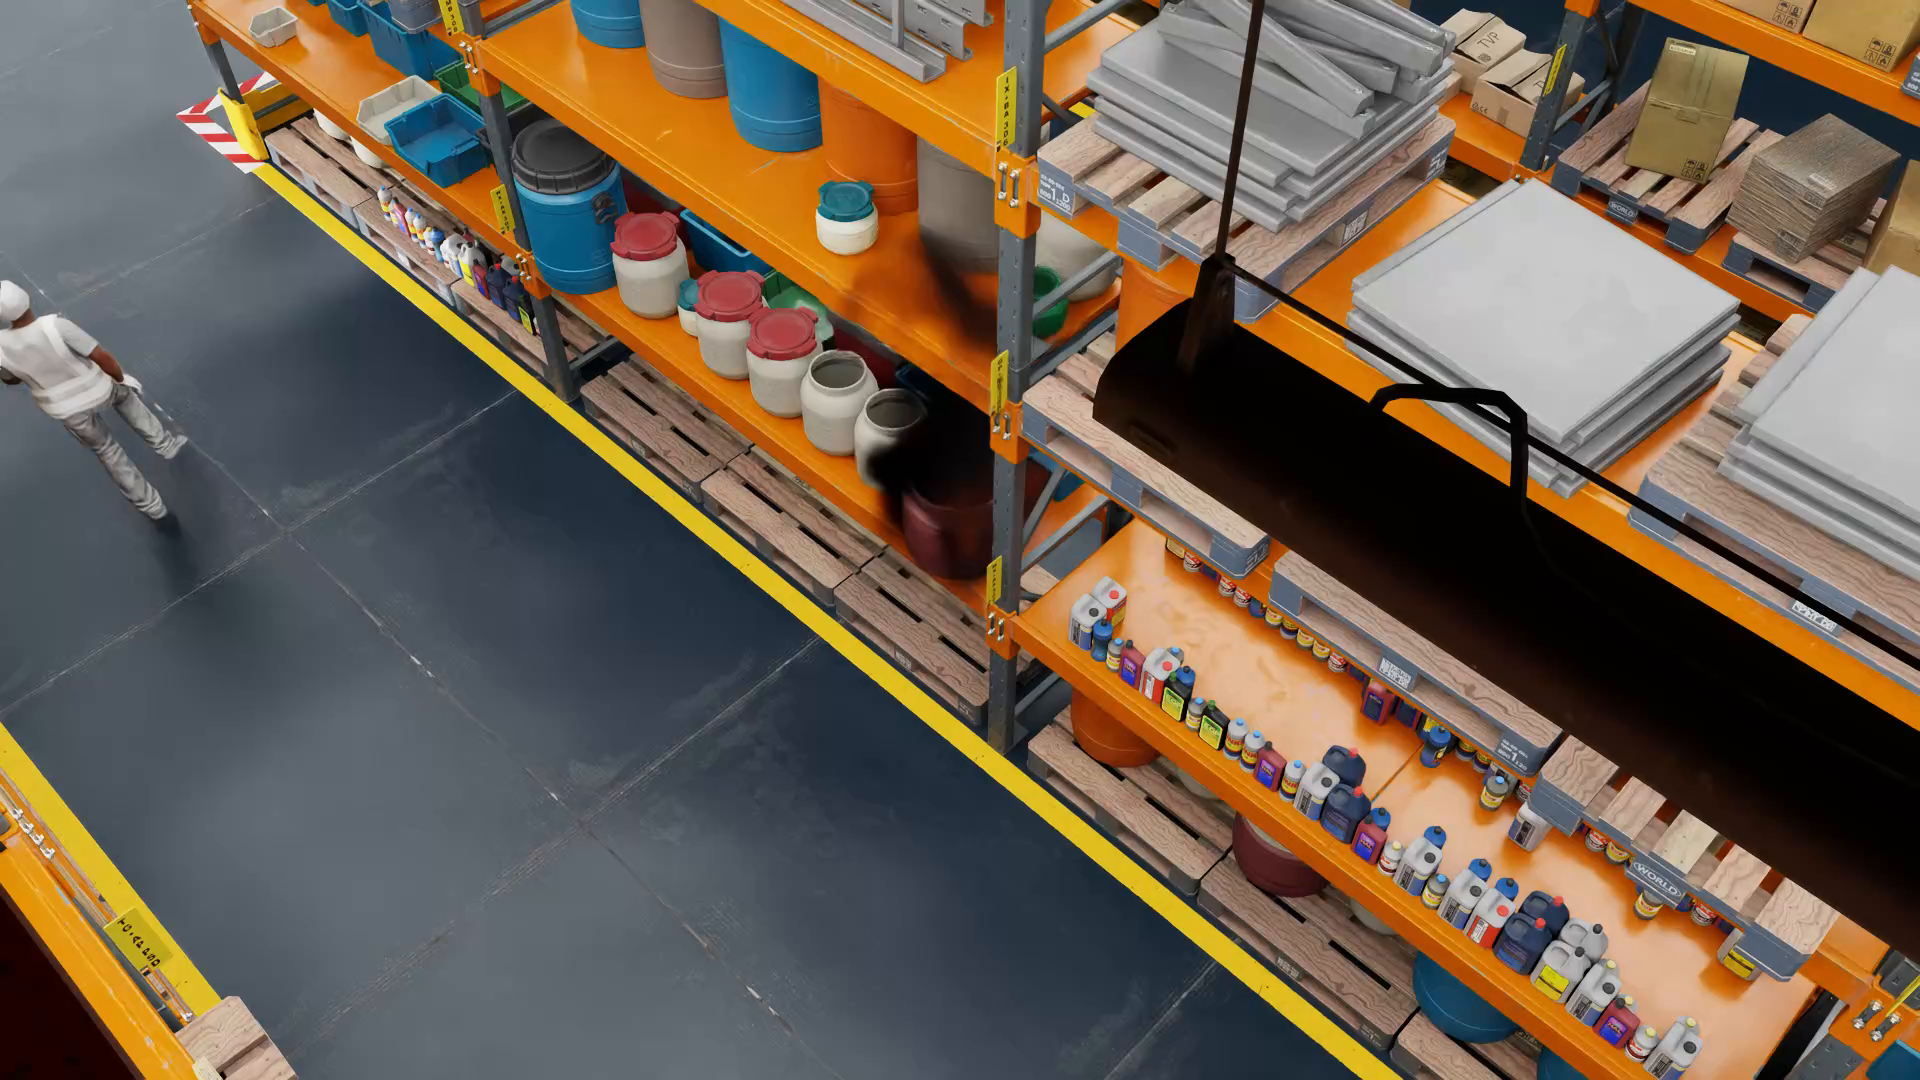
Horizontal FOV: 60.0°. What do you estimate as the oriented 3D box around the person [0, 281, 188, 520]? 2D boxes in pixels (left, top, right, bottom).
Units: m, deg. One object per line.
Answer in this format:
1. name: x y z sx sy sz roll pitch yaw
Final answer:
1. person: -5.258 -0.902 9.977 0.759 1.720 0.807 -24 54 -19
